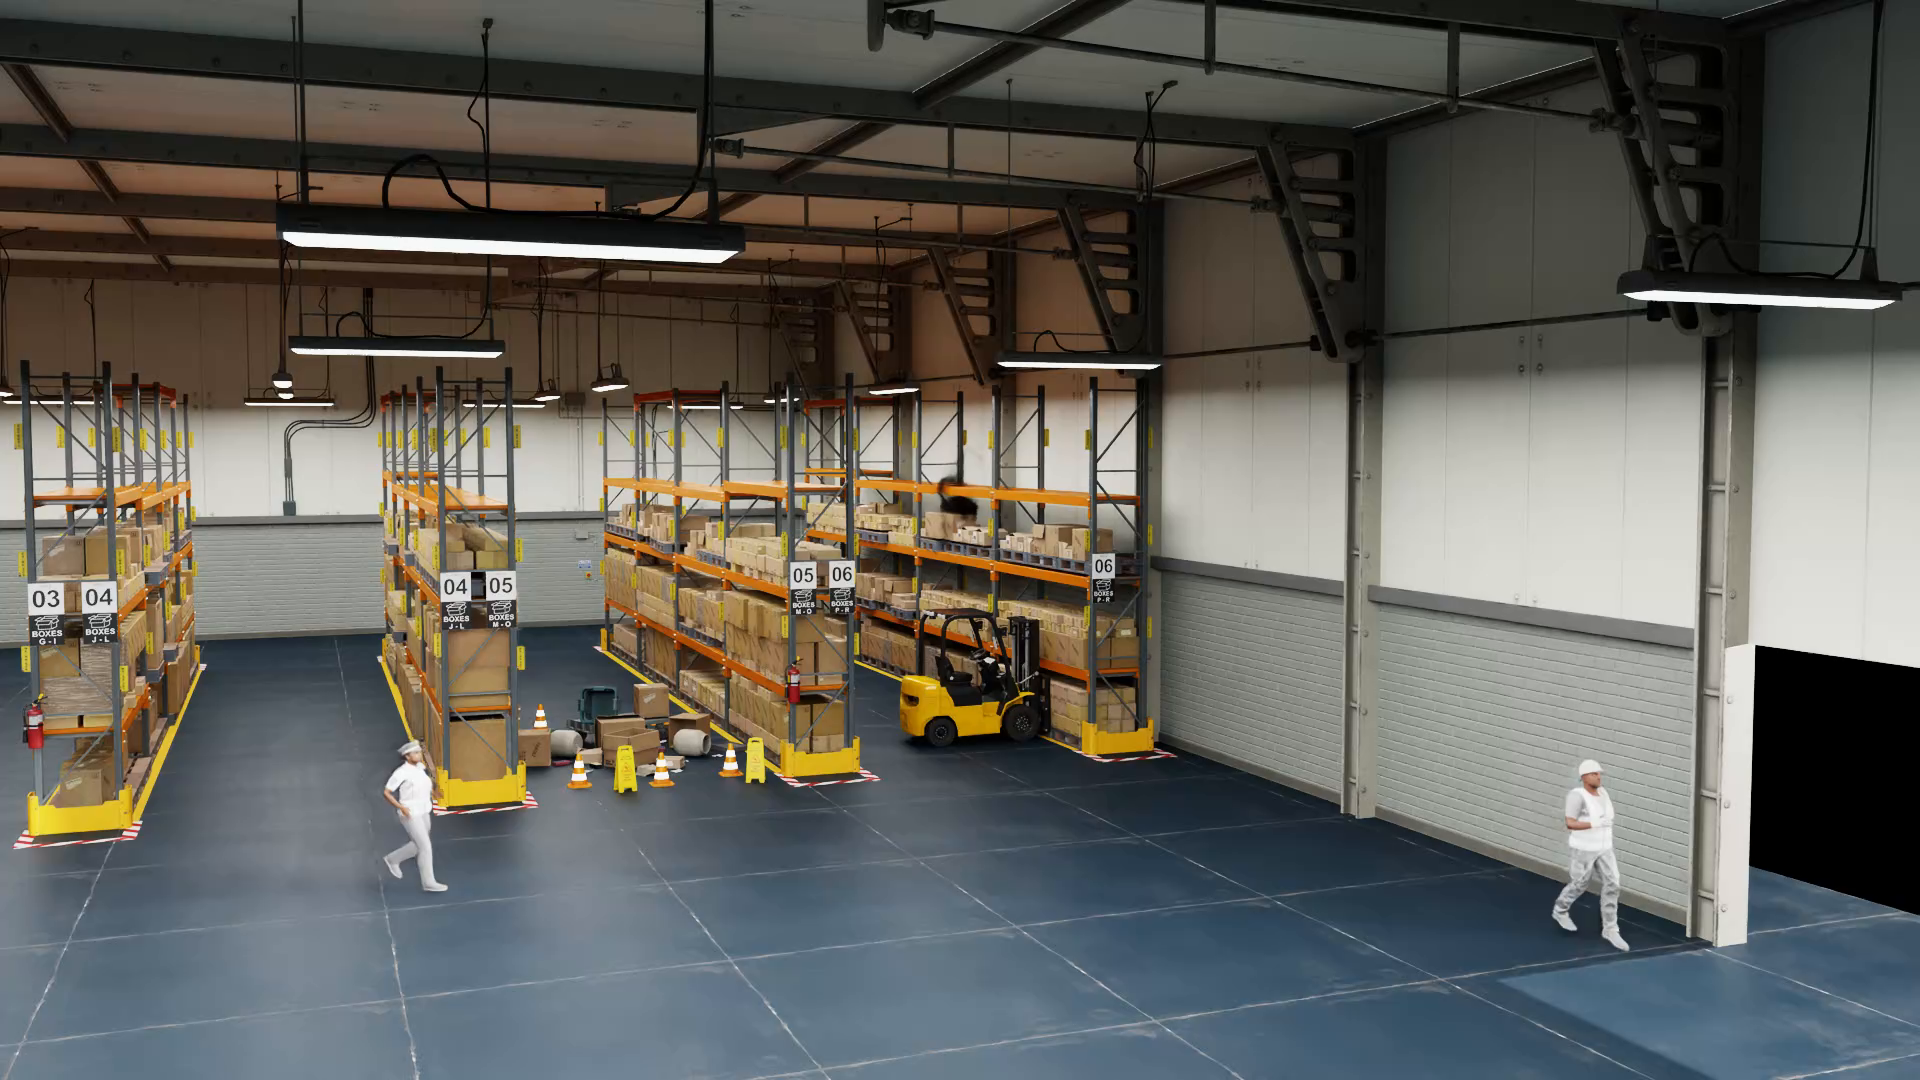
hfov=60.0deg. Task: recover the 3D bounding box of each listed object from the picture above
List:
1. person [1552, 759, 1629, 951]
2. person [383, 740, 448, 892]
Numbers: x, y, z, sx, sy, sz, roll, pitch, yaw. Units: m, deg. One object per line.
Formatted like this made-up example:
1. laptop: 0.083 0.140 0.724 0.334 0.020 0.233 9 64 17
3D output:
1. person: 6.279 3.091 16.551 0.669 1.816 0.843 -2 4 -25
2. person: -6.058 3.047 18.472 0.817 1.665 0.587 1 4 17
